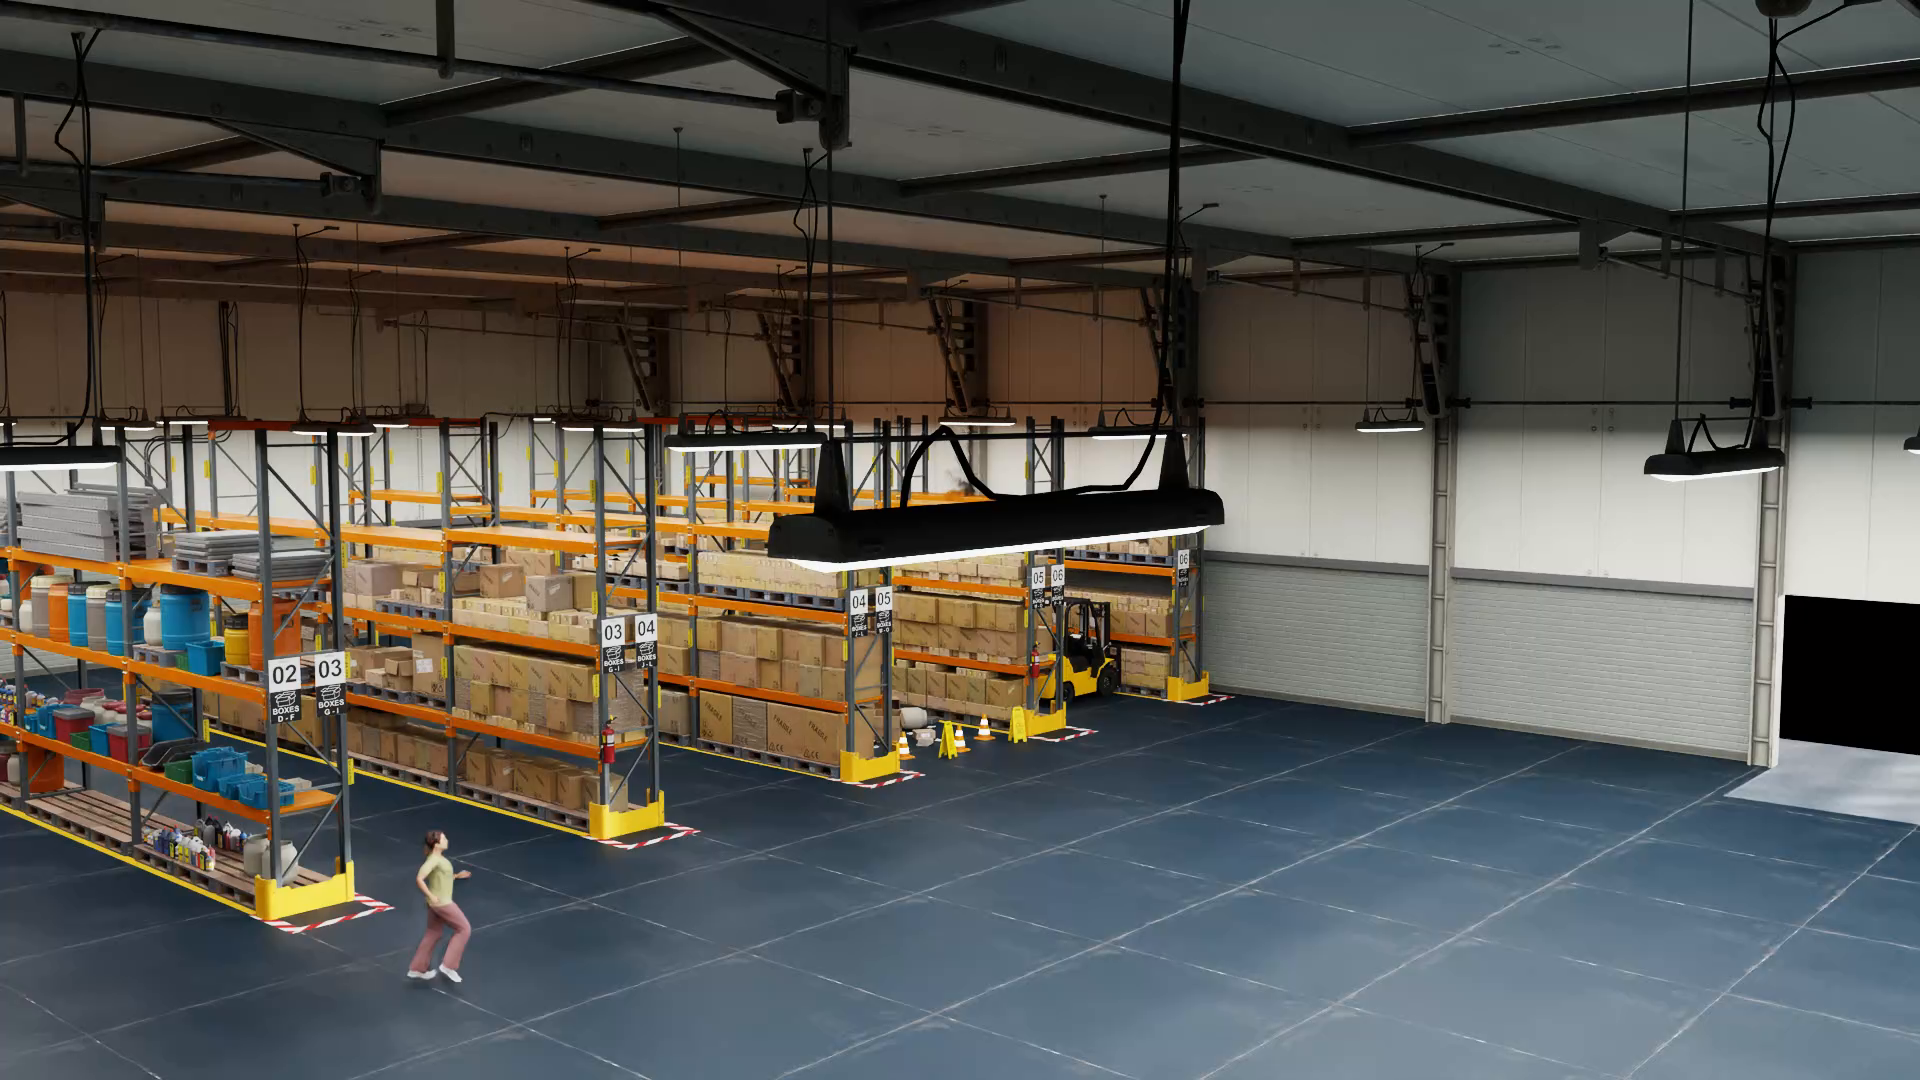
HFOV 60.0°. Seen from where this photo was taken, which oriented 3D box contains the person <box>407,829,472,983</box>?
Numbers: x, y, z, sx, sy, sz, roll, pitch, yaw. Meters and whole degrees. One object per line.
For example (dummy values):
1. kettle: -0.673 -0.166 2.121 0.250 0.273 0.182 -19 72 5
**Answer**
1. person: -5.671 3.991 18.115 0.703 1.700 0.546 -2 5 -26
